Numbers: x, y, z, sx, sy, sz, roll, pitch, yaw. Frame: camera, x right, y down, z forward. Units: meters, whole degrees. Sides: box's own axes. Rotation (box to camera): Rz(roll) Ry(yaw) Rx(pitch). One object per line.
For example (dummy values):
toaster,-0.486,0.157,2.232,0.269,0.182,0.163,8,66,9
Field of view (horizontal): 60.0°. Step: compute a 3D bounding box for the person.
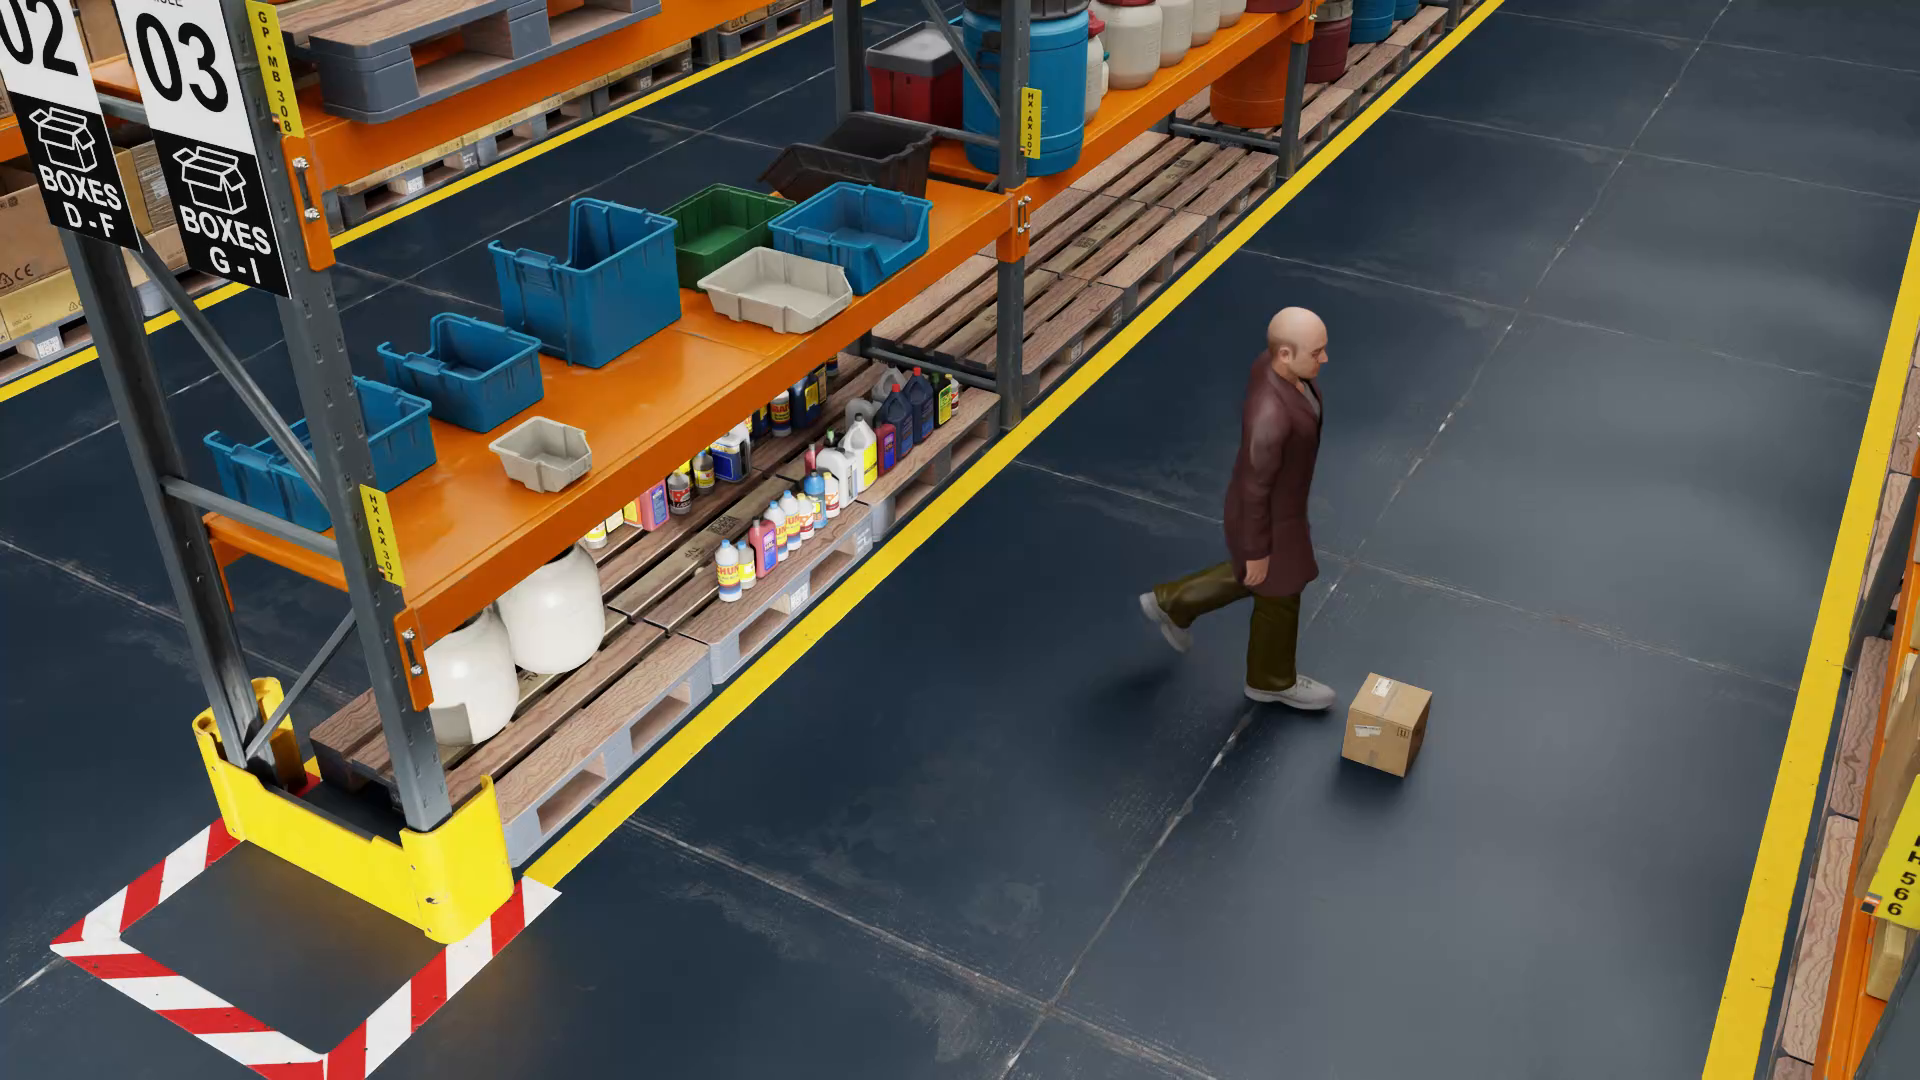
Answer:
person,1.108,-0.098,6.285,0.829,1.771,0.625,6,34,9
